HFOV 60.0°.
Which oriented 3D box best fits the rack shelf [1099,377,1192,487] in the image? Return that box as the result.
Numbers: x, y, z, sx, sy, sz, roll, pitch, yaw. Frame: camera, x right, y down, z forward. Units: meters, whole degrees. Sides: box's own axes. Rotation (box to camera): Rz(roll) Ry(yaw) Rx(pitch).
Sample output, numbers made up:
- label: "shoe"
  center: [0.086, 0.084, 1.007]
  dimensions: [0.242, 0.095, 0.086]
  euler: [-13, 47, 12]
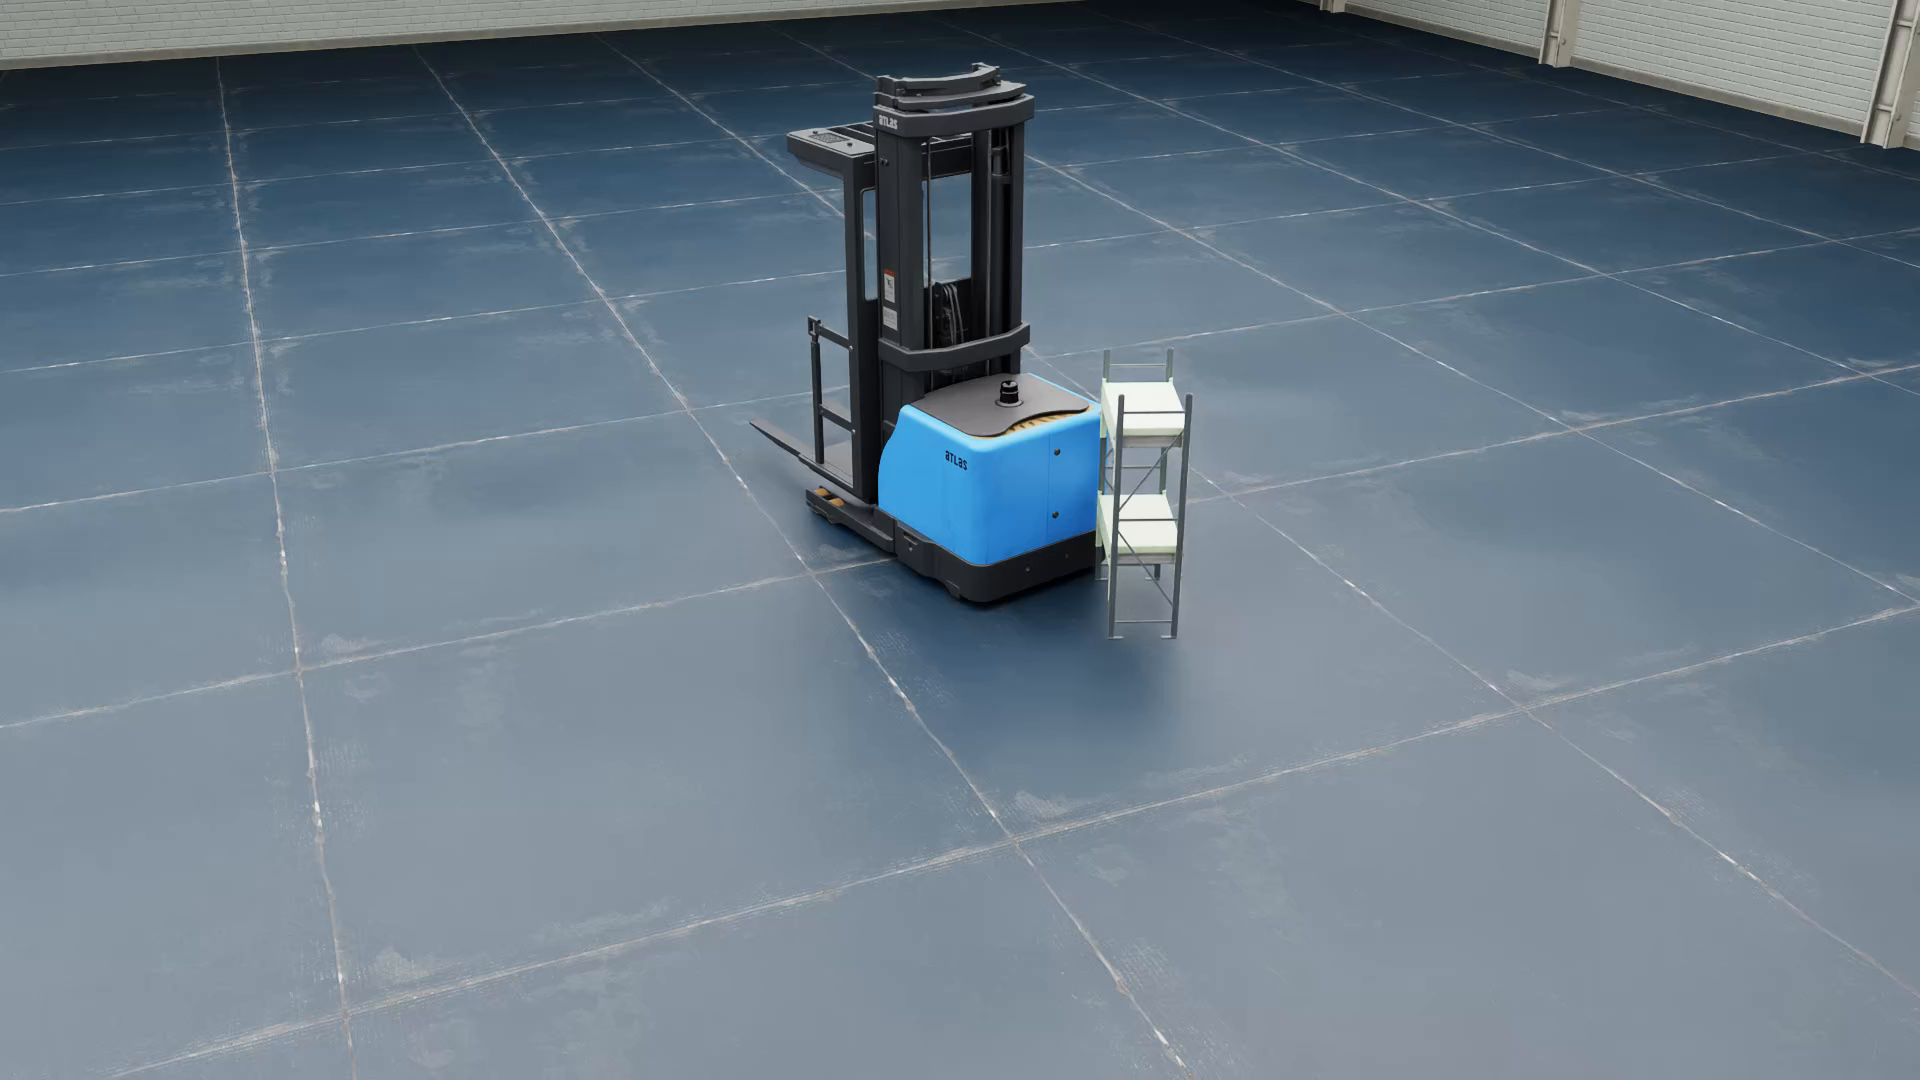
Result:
- label: "rack shelf"
  center: [1.041, -0.619, 9.420]
  dimensions: [0.431, 0.370, 0.720]
  euler: [-1, 26, -1]

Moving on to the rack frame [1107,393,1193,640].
- label: "rack frame"
  center: [1.050, -0.108, 9.262]
  dimensions: [0.400, 1.500, 0.023]
  euler: [-1, 26, -1]

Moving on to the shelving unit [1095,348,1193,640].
- label: "shelving unit"
  center: [1.041, -0.269, 9.591]
  dimensions: [0.431, 1.500, 0.755]
  euler: [-1, 26, -1]

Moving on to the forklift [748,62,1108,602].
- label: "forklift"
  center: [-0.368, -1.537, 10.558]
  dimensions: [1.130, 2.935, 3.031]
  euler: [-18, 31, -32]

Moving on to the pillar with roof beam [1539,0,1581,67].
- label: "pillar with roof beam"
  center: [5.313, -10.717, 22.443]
  dimensions: [9.100, 9.000, 0.400]
  euler: [-11, 28, -21]

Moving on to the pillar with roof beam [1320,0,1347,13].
- label: "pillar with roof beam"
  center: [2.963, -13.139, 27.404]
  dimensions: [9.100, 9.000, 0.400]
  euler: [-11, 28, -21]

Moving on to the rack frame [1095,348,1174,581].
- label: "rack frame"
  center: [1.031, -0.429, 9.920]
  dimensions: [0.400, 1.500, 0.023]
  euler: [-1, 26, -1]

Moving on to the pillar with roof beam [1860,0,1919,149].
- label: "pillar with roof beam"
  center: [7.662, -8.295, 17.482]
  dimensions: [9.100, 9.000, 0.400]
  euler: [-11, 28, -21]

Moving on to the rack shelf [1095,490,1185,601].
- label: "rack shelf"
  center: [1.041, 0.024, 9.734]
  dimensions: [0.431, 0.370, 0.720]
  euler: [-1, 26, -1]
